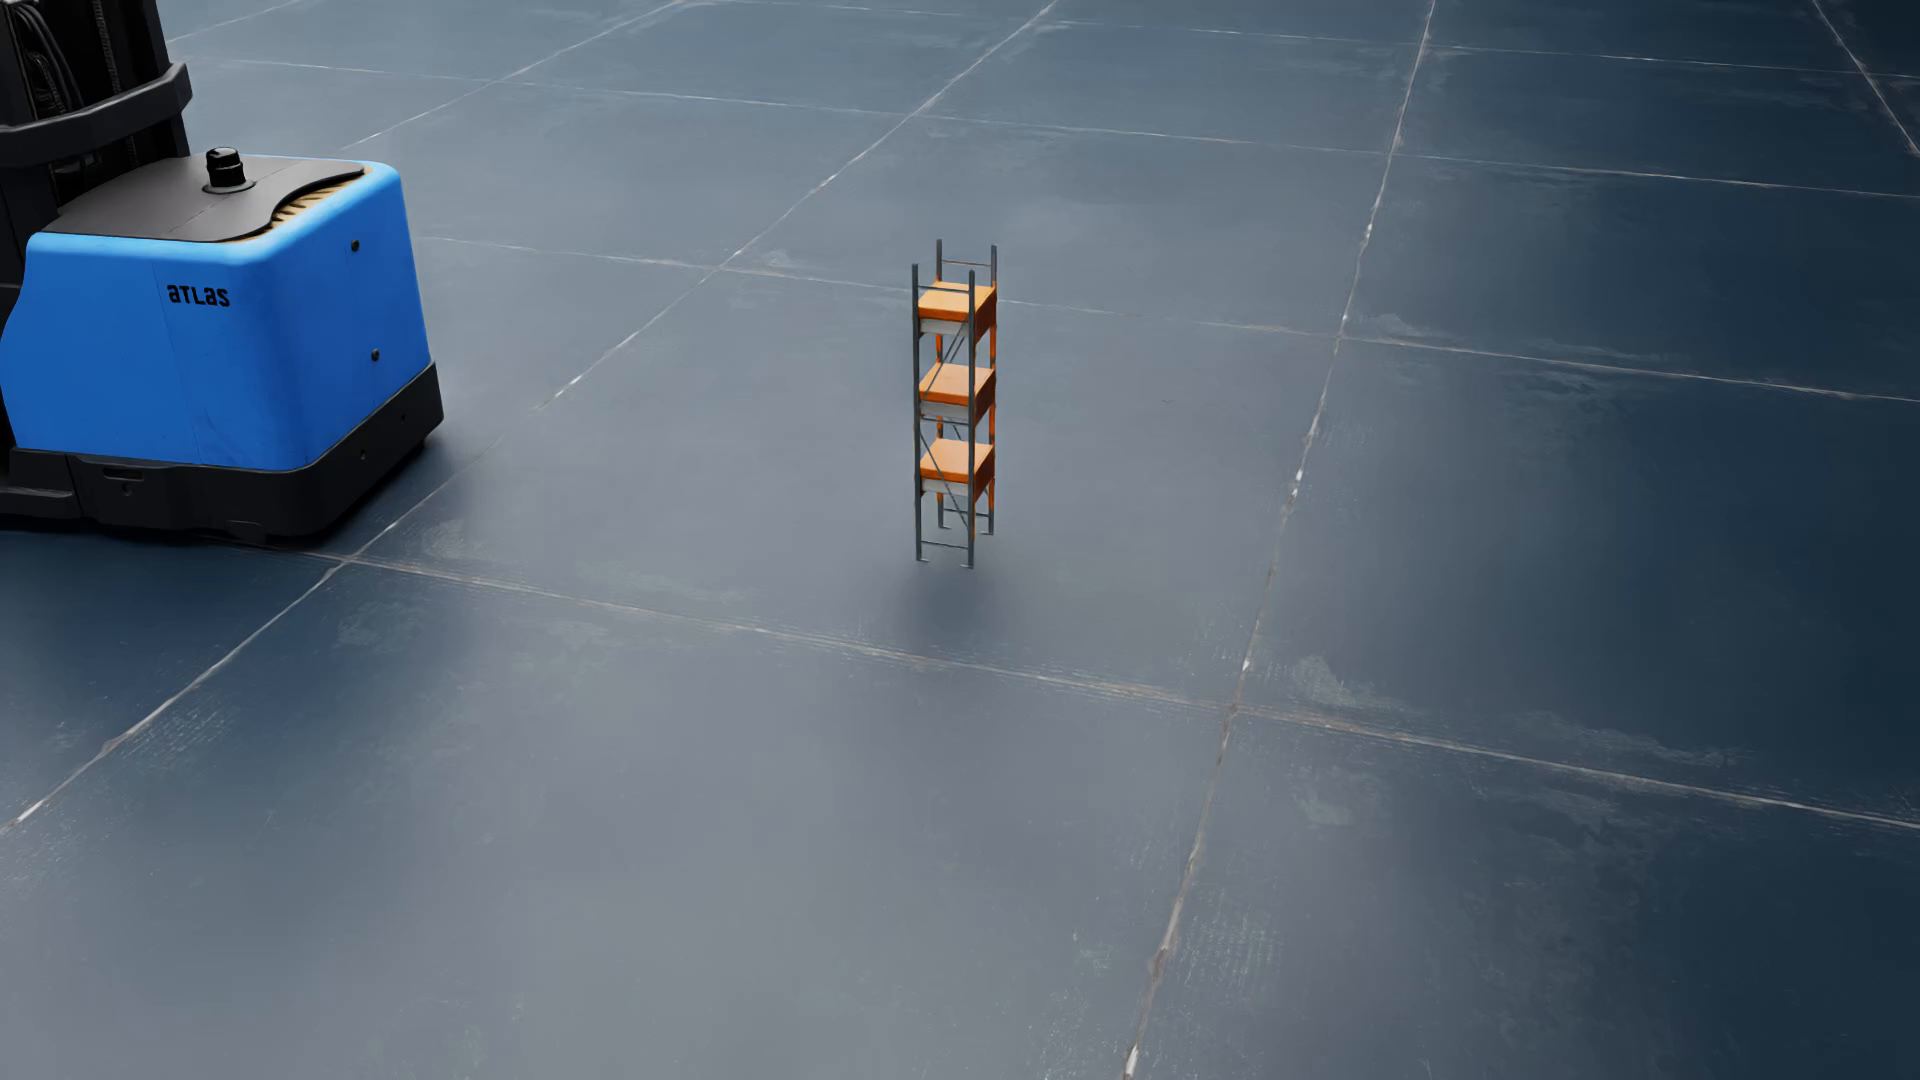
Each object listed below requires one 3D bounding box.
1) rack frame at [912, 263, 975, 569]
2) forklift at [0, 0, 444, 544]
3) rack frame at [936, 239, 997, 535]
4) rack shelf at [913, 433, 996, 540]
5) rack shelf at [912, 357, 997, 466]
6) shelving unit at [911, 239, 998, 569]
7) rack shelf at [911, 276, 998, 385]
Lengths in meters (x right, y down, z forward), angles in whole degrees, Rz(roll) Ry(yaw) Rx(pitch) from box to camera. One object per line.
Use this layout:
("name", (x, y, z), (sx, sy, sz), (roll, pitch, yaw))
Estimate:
("rack frame", (-0.052, -0.377, 5.348), (0.200, 1.050, 0.008), (8, 30, 15))
("forklift", (-3.567, -1.609, 5.628), (3.031, 2.935, 1.130), (5, 30, 9))
("rack frame", (0.020, -0.491, 5.552), (0.200, 1.050, 0.008), (8, 30, 15))
("rack shelf", (-0.016, -0.182, 5.590), (0.215, 0.259, 0.240), (8, 30, 15))
("rack shelf", (-0.016, -0.425, 5.455), (0.215, 0.259, 0.240), (8, 30, 15))
("shelving unit", (-0.016, -0.434, 5.450), (0.215, 1.050, 0.252), (8, 30, 15))
("rack shelf", (-0.016, -0.673, 5.317), (0.215, 0.259, 0.240), (8, 30, 15))
